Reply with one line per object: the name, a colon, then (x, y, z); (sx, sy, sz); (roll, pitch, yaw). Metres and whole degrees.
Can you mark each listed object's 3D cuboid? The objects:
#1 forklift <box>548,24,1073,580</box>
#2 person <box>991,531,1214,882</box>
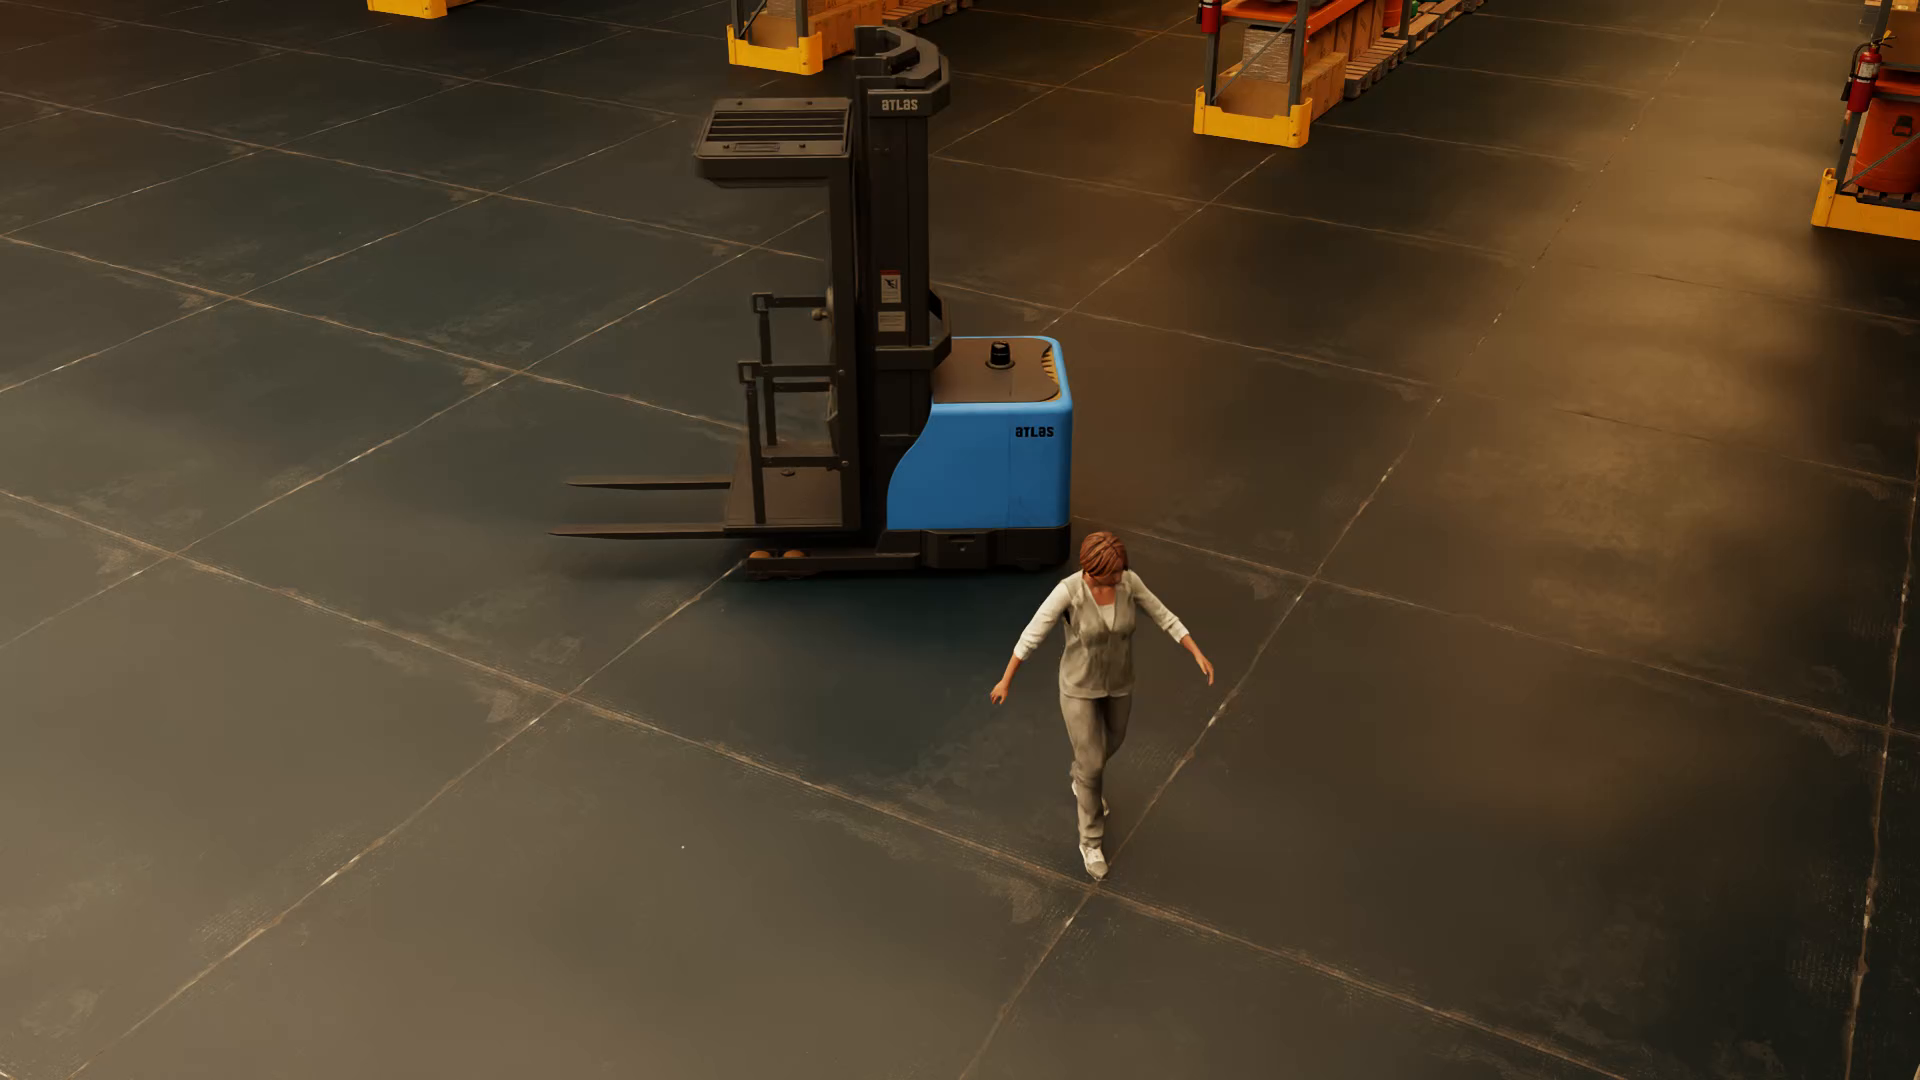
forklift: (-0.885, -1.308, 9.336); (3.031, 2.935, 1.130); (-1, 30, -2)
person: (0.588, 0.680, 7.277); (0.834, 1.583, 0.681); (-12, 32, -19)
